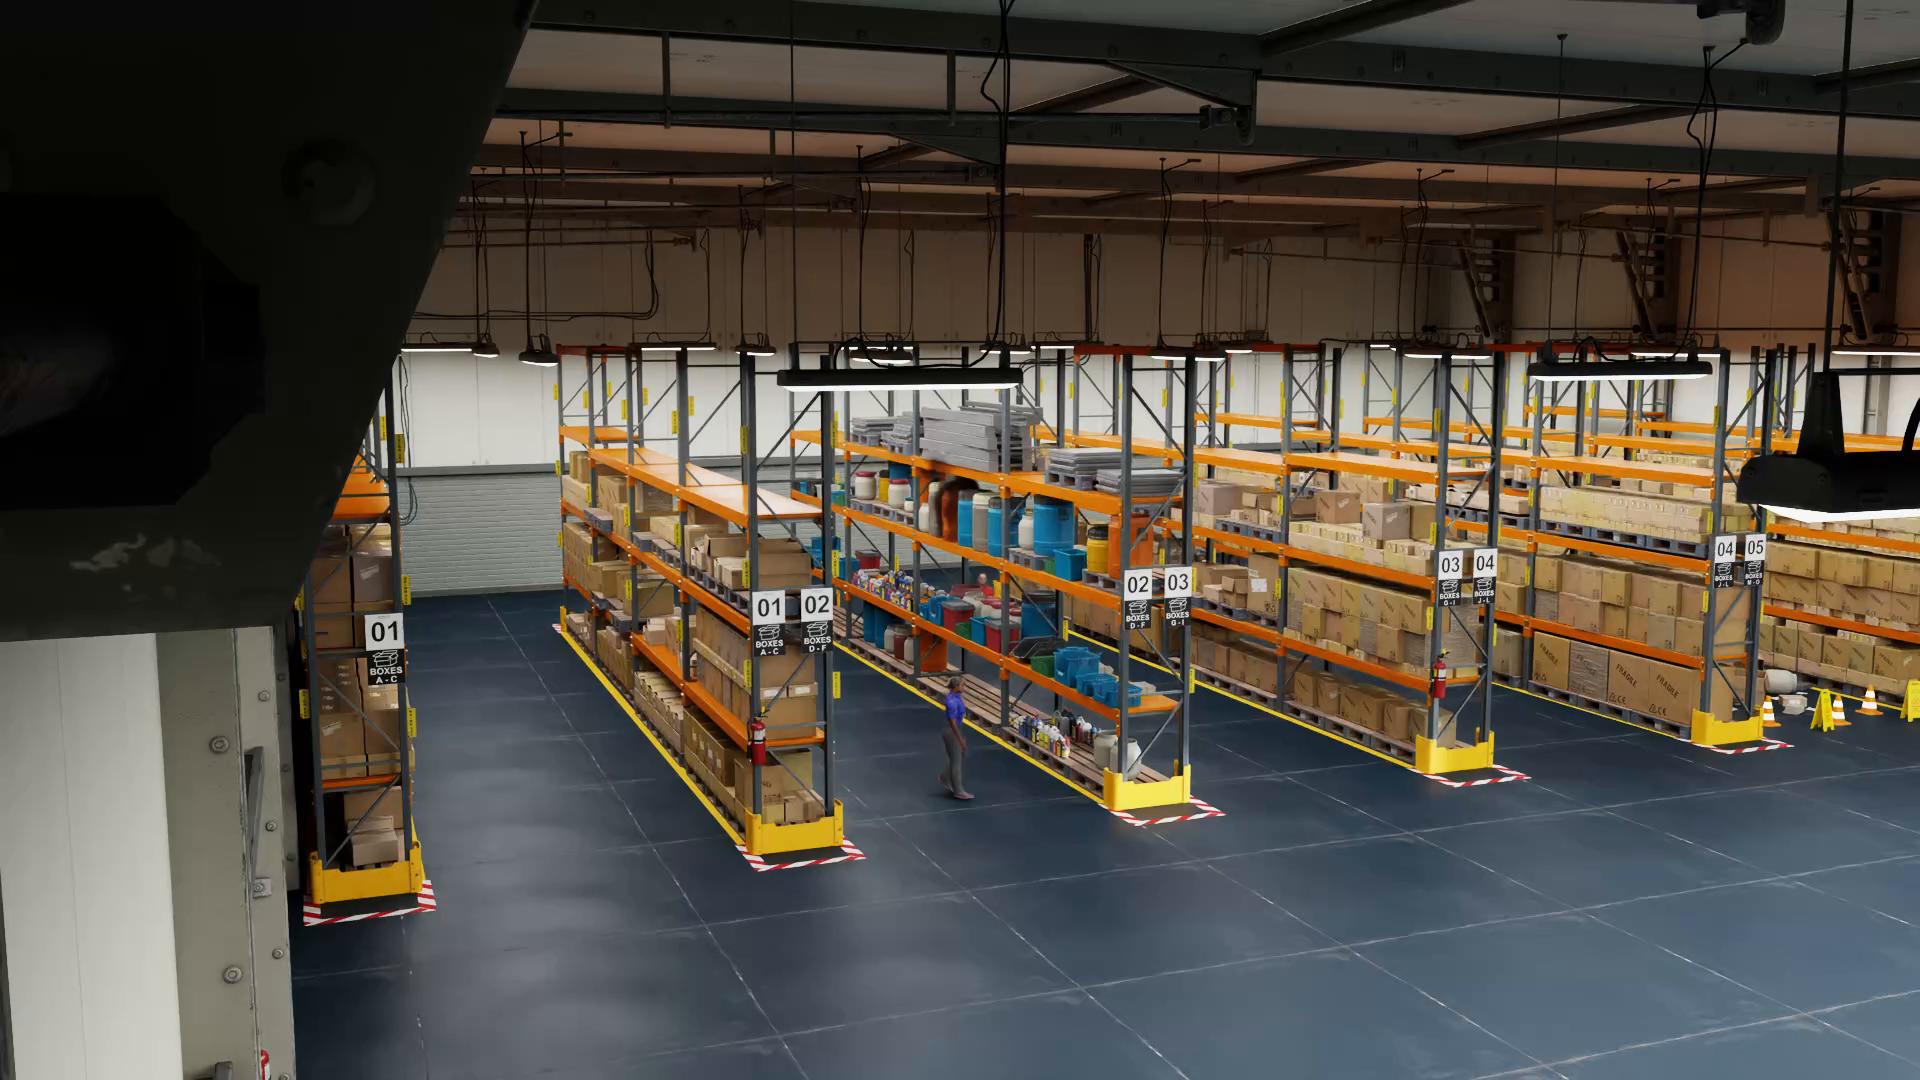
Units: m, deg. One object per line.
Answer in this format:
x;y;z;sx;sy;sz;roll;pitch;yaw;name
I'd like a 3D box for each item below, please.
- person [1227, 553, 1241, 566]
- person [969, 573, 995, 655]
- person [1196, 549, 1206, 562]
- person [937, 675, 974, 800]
6.856;0.207;41.568;0.402;1.747;0.559;-4;8;-29;person
0.440;1.450;31.778;0.650;1.615;1.048;-2;8;-18;person
5.131;1.021;35.254;0.364;1.682;0.490;-1;7;-11;person
-0.057;2.684;22.588;0.541;1.594;0.545;1;7;6;person
